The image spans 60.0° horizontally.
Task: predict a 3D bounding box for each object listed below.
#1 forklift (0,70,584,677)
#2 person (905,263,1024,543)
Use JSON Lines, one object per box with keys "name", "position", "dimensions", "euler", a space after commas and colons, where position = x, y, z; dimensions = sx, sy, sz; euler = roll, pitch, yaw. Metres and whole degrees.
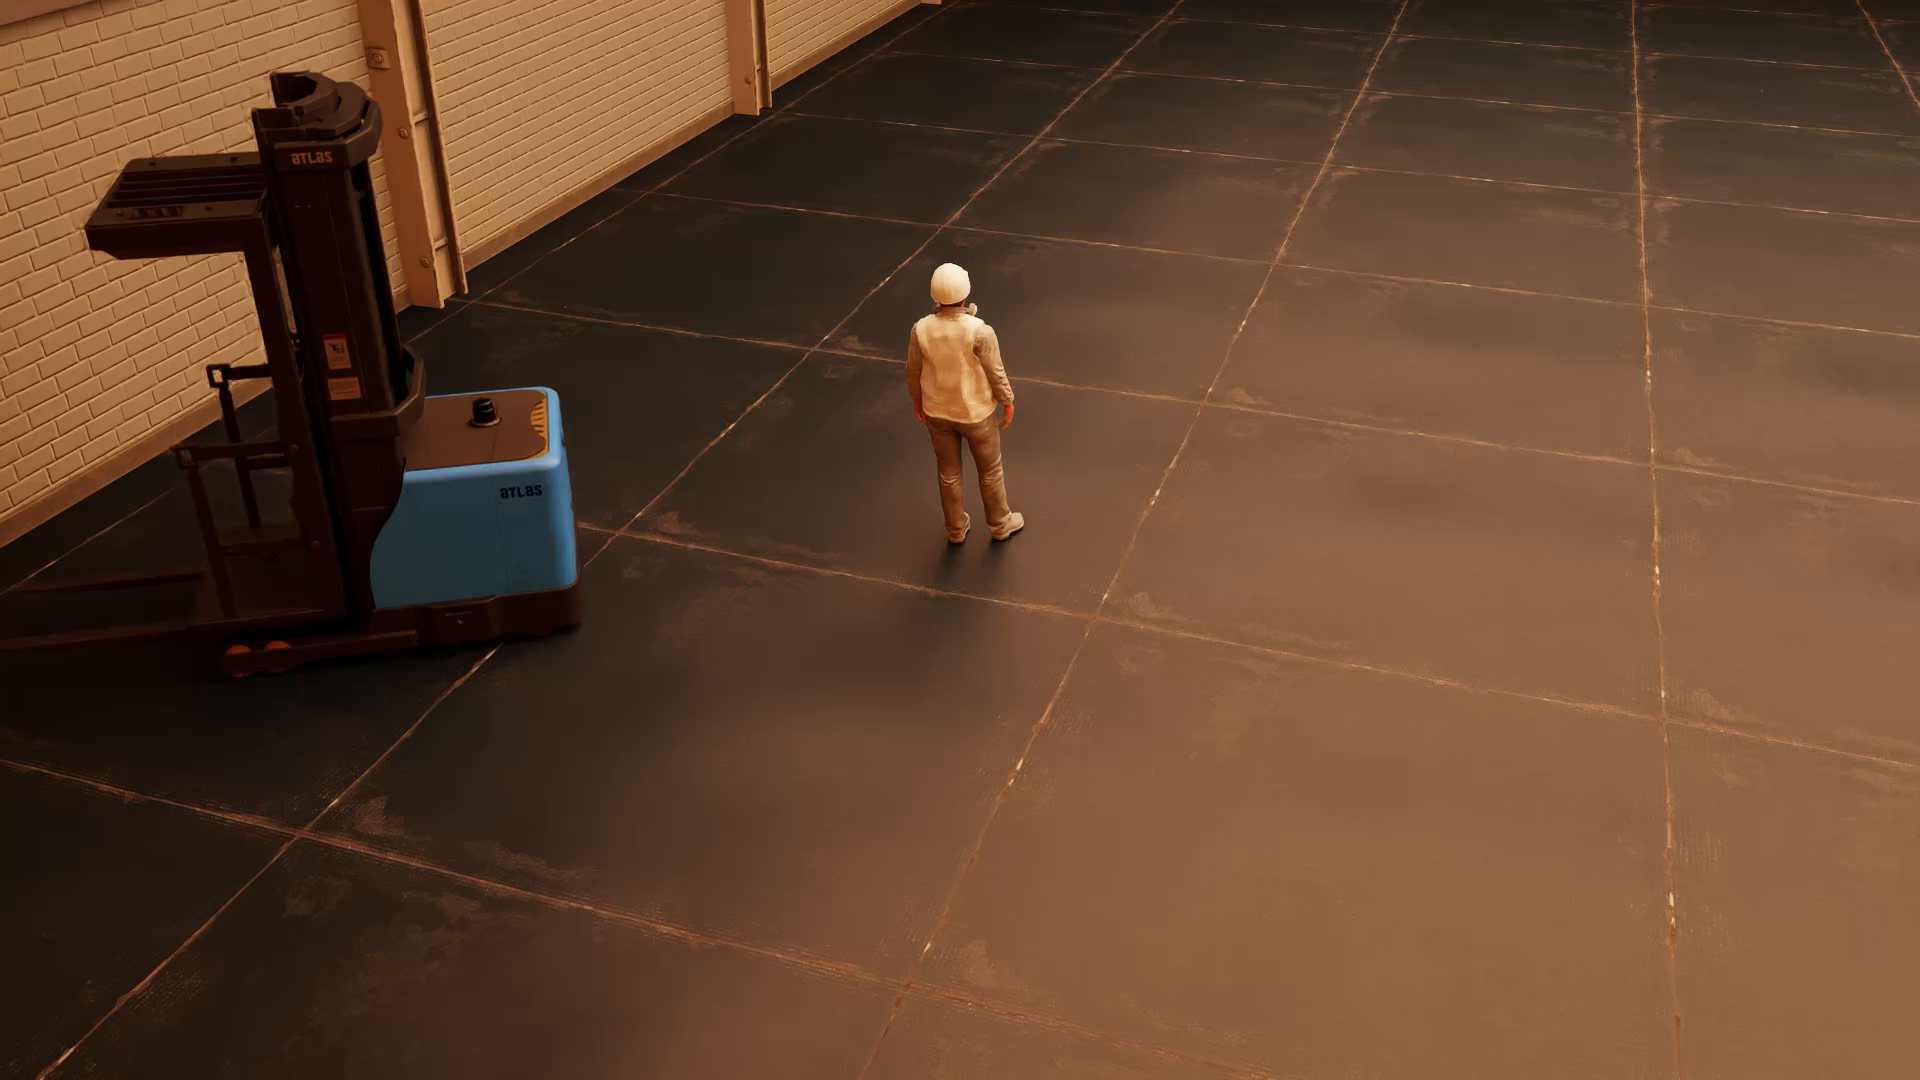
{"name": "forklift", "position": [-3.656, -0.833, 8.597], "dimensions": [3.031, 2.935, 1.130], "euler": [-6, 30, -11]}
{"name": "person", "position": [0.027, -0.805, 9.703], "dimensions": [0.633, 1.775, 0.566], "euler": [10, 31, 16]}
